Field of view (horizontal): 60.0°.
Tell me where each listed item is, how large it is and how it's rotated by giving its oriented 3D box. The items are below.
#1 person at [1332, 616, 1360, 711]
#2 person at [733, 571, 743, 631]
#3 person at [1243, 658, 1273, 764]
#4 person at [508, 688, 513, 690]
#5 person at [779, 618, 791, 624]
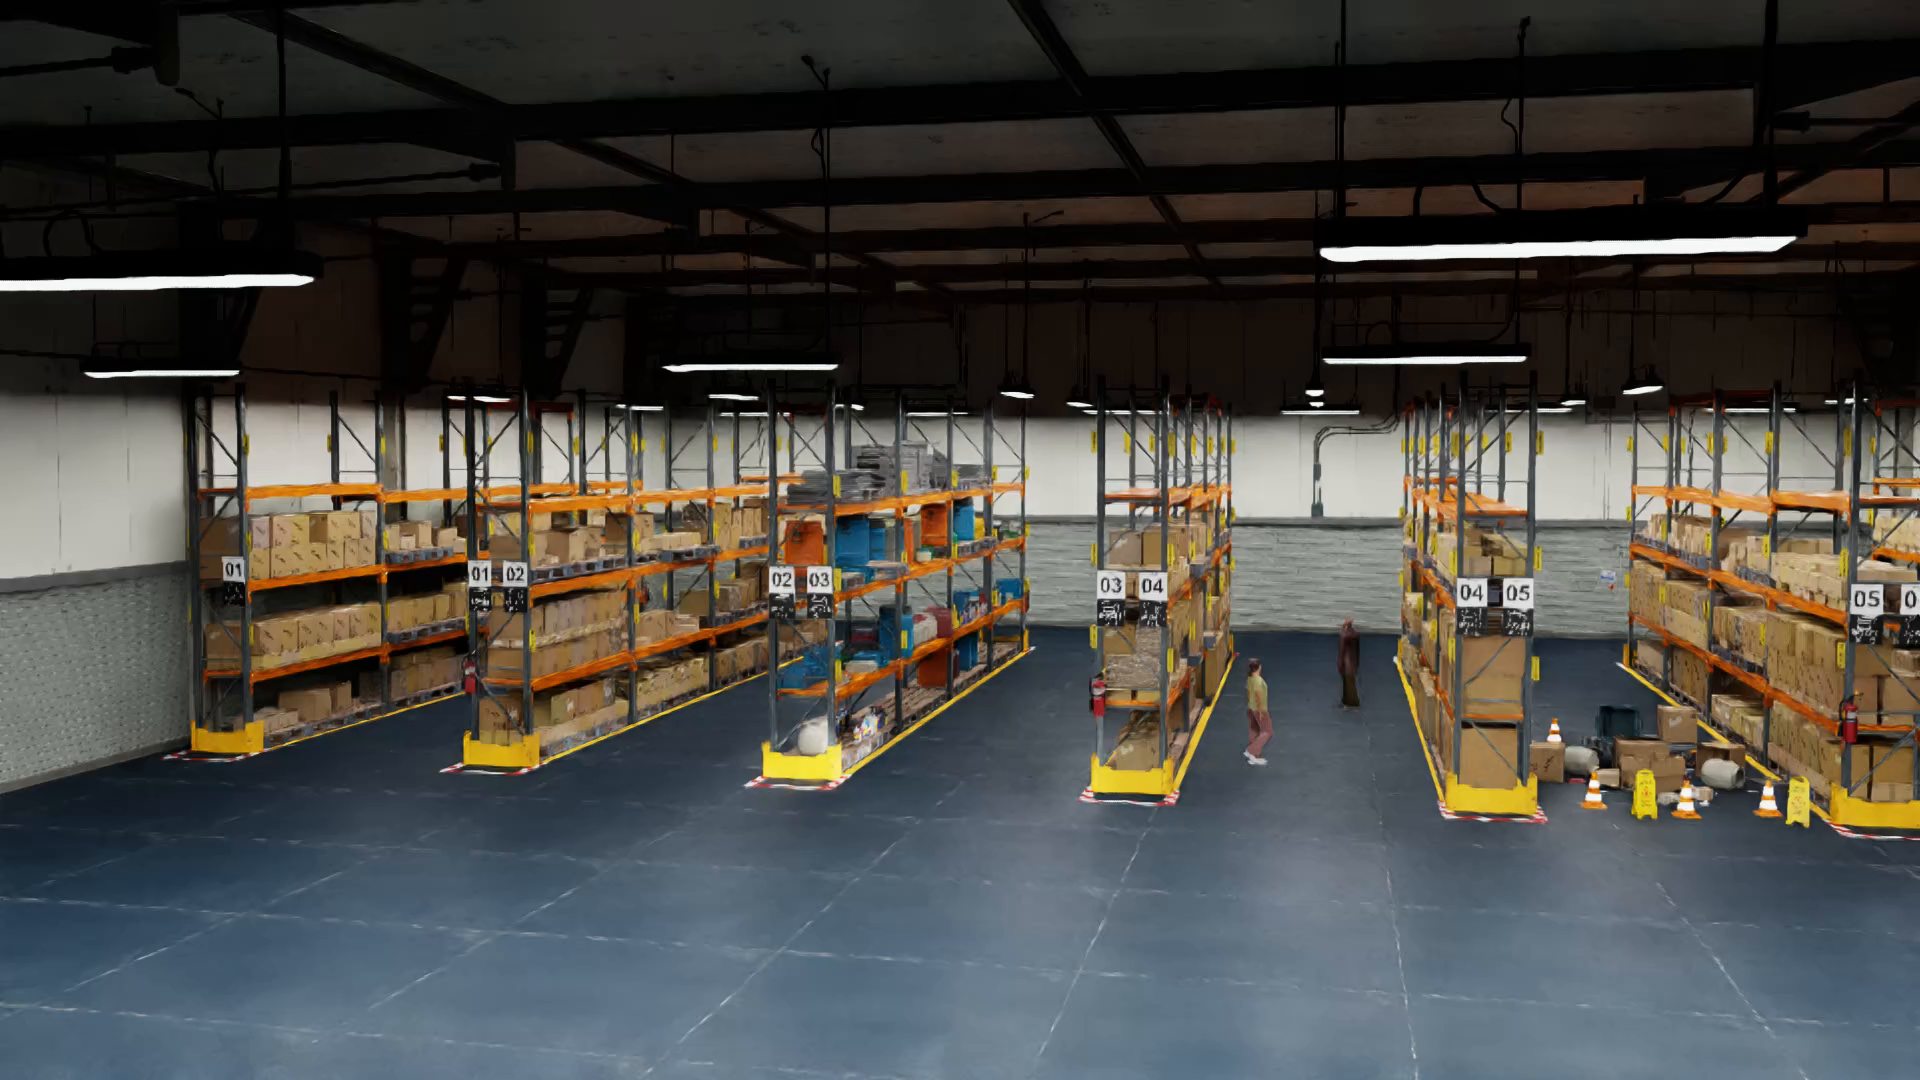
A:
[{"bbox_3d":[7.277,2.304,31.324,0.648,1.773,0.691,2,4,36],"label":"person"},{"bbox_3d":[-5.766,1.678,42.548,0.564,1.779,0.699,2,4,28],"label":"person"},{"bbox_3d":[4.628,2.679,26.003,0.435,1.671,0.493,-1,3,-15],"label":"person"},{"bbox_3d":[-8.224,2.405,31.067,0.502,1.624,0.989,1,3,11],"label":"person"},{"bbox_3d":[-4.830,1.548,45.590,0.719,1.714,0.578,1,3,11],"label":"person"}]
